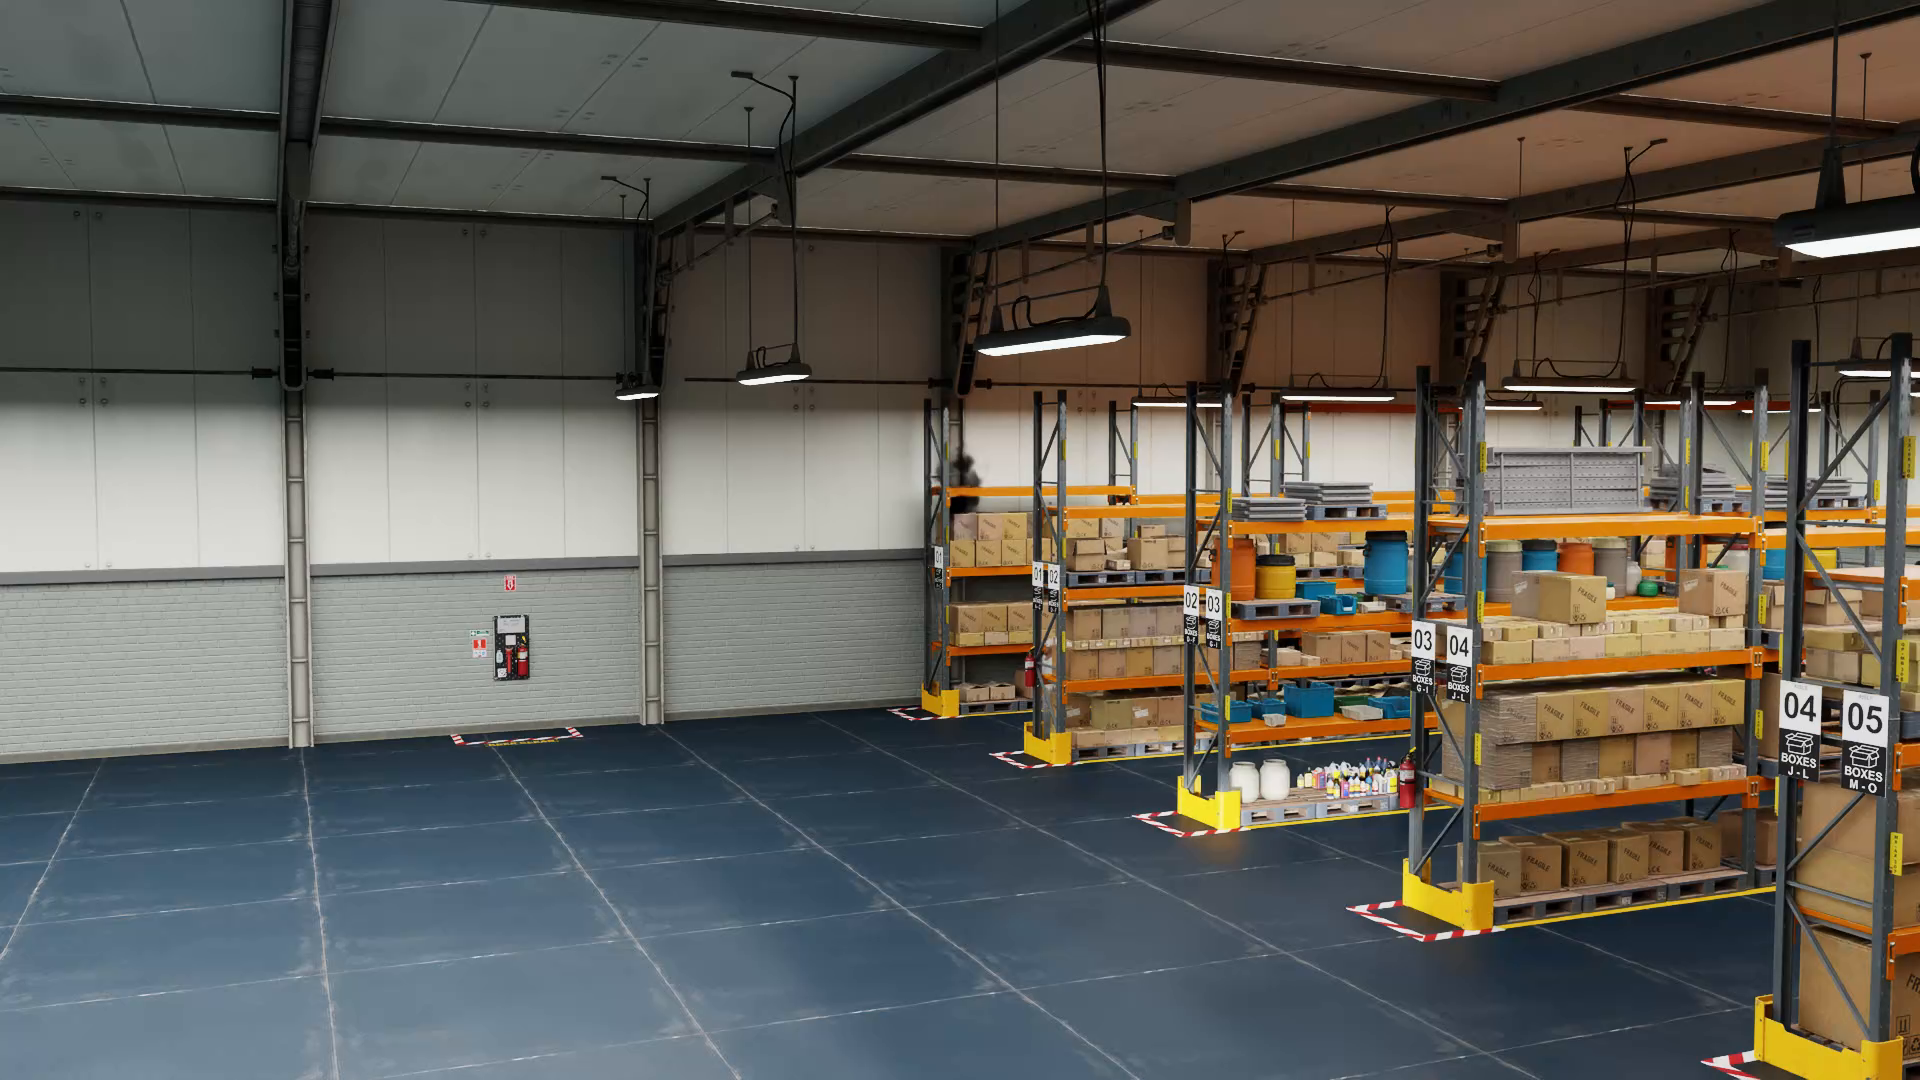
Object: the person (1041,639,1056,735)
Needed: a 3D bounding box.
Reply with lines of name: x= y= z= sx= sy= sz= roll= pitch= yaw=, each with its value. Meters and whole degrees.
person: x=1.580 y=2.601 z=28.977 sx=0.785 sy=1.759 sz=0.736 roll=-2 pitch=4 yaw=-34
